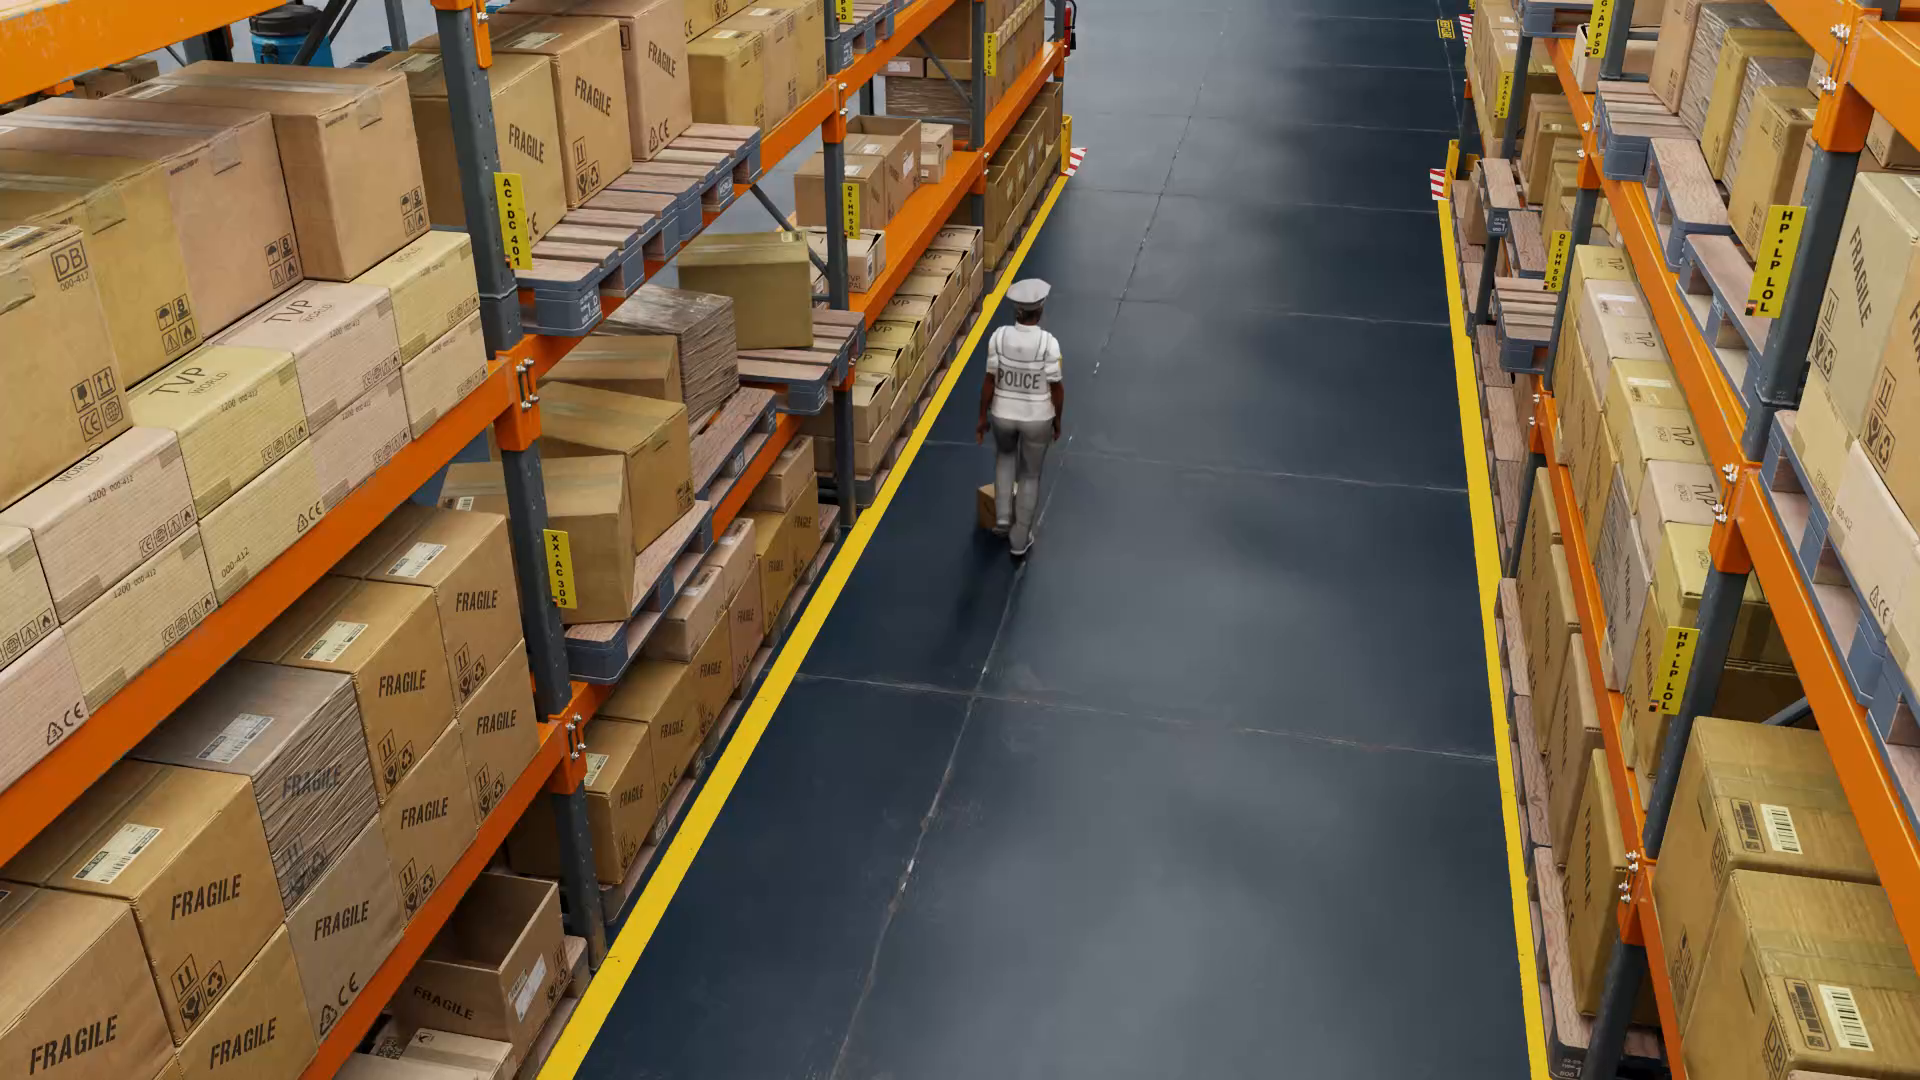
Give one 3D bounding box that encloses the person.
[{"bbox_3d":[0.369,-0.713,9.889,0.497,1.705,0.481,10,30,17],"label":"person"}]
